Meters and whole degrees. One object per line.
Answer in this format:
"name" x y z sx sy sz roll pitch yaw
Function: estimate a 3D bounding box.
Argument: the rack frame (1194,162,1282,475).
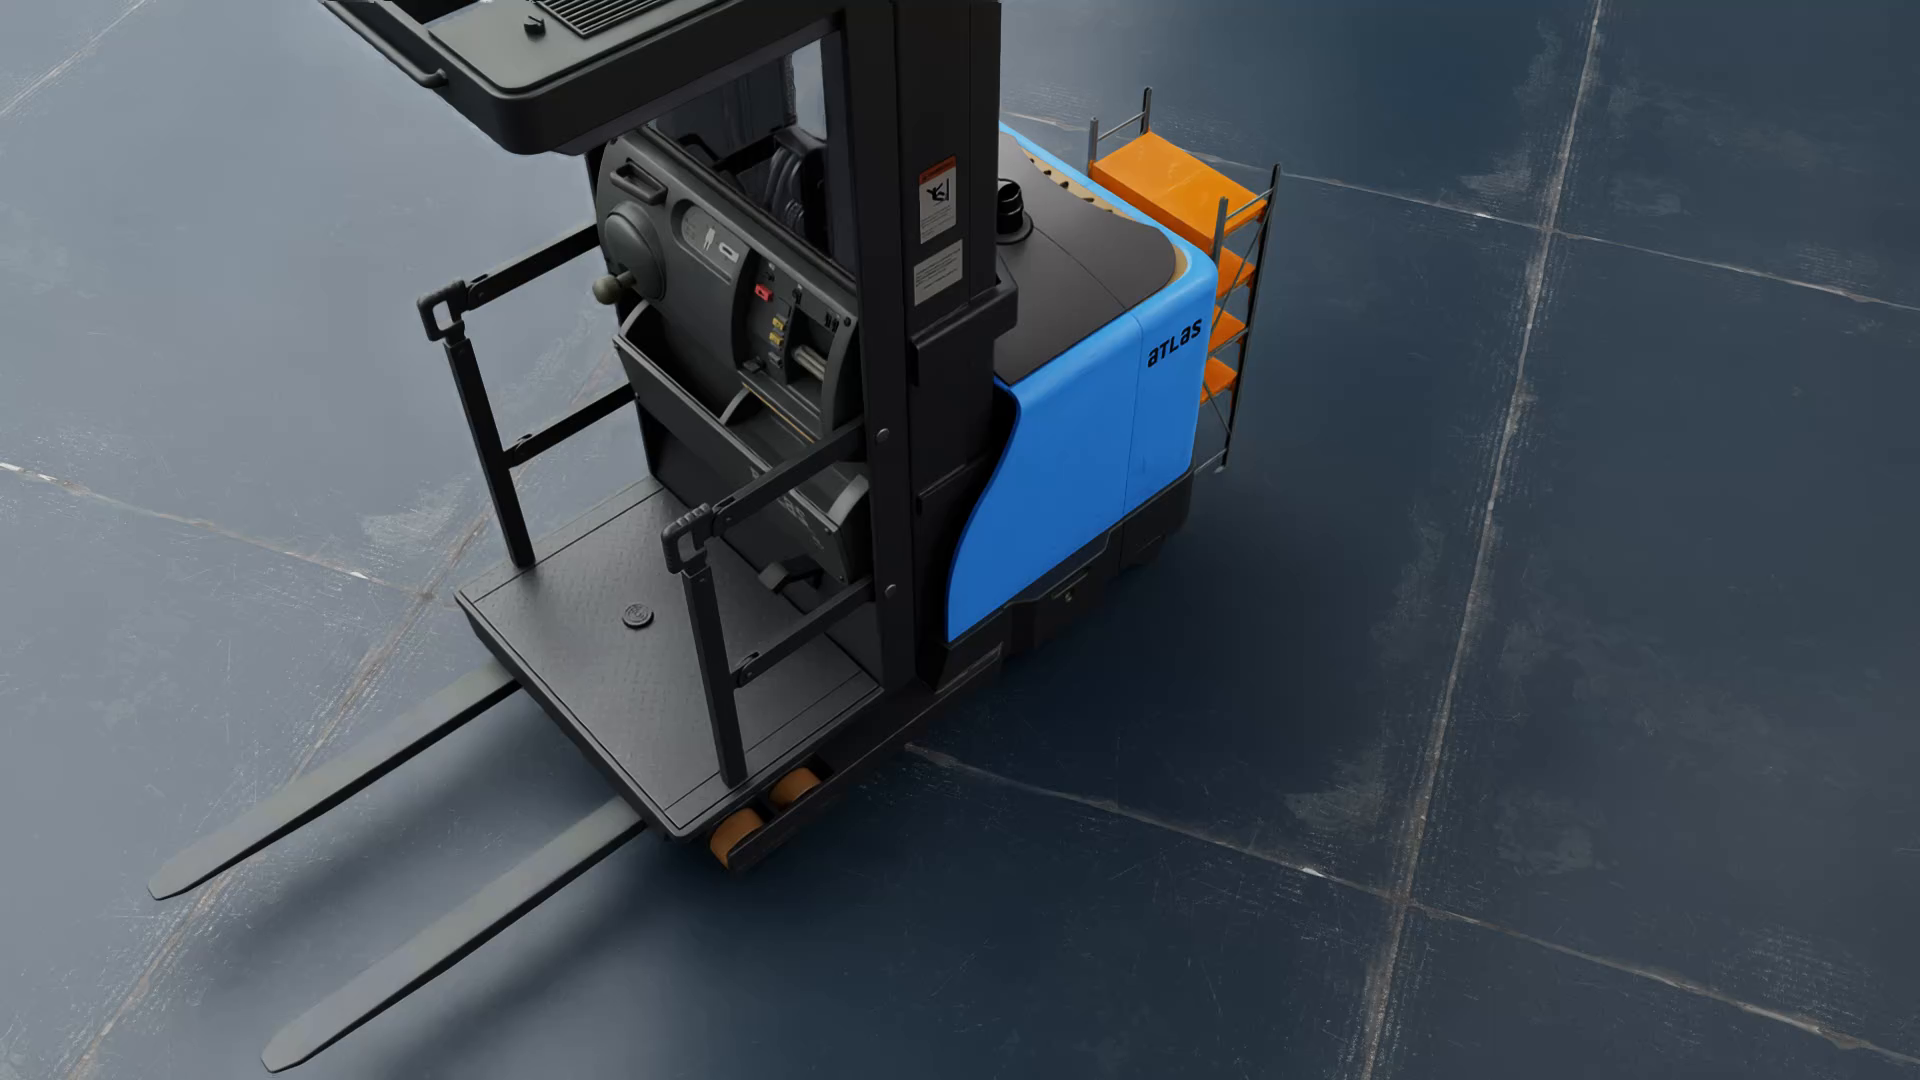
"rack frame" 0.789 -0.580 4.958 0.240 1.200 0.015 -34 57 -26

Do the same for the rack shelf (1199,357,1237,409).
"rack shelf" 0.625 -0.542 5.277 0.258 0.148 0.480 -34 57 -26

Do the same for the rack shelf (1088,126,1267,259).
"rack shelf" 0.625 -0.974 4.780 0.258 0.148 0.480 -34 57 -26

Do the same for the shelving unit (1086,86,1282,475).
"shelving unit" 0.625 -0.716 5.076 0.258 1.200 0.503 -34 57 -26

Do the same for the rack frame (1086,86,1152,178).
"rack frame" 0.461 -0.852 5.194 0.240 1.200 0.015 -34 57 -26

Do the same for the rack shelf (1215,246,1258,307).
"rack shelf" 0.625 -0.819 4.958 0.258 0.148 0.480 -34 57 -26

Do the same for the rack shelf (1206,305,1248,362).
"rack shelf" 0.625 -0.672 5.127 0.258 0.148 0.480 -34 57 -26

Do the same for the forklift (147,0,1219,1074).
"forklift" -0.712 -0.525 3.766 3.031 2.935 1.130 -35 57 -26
